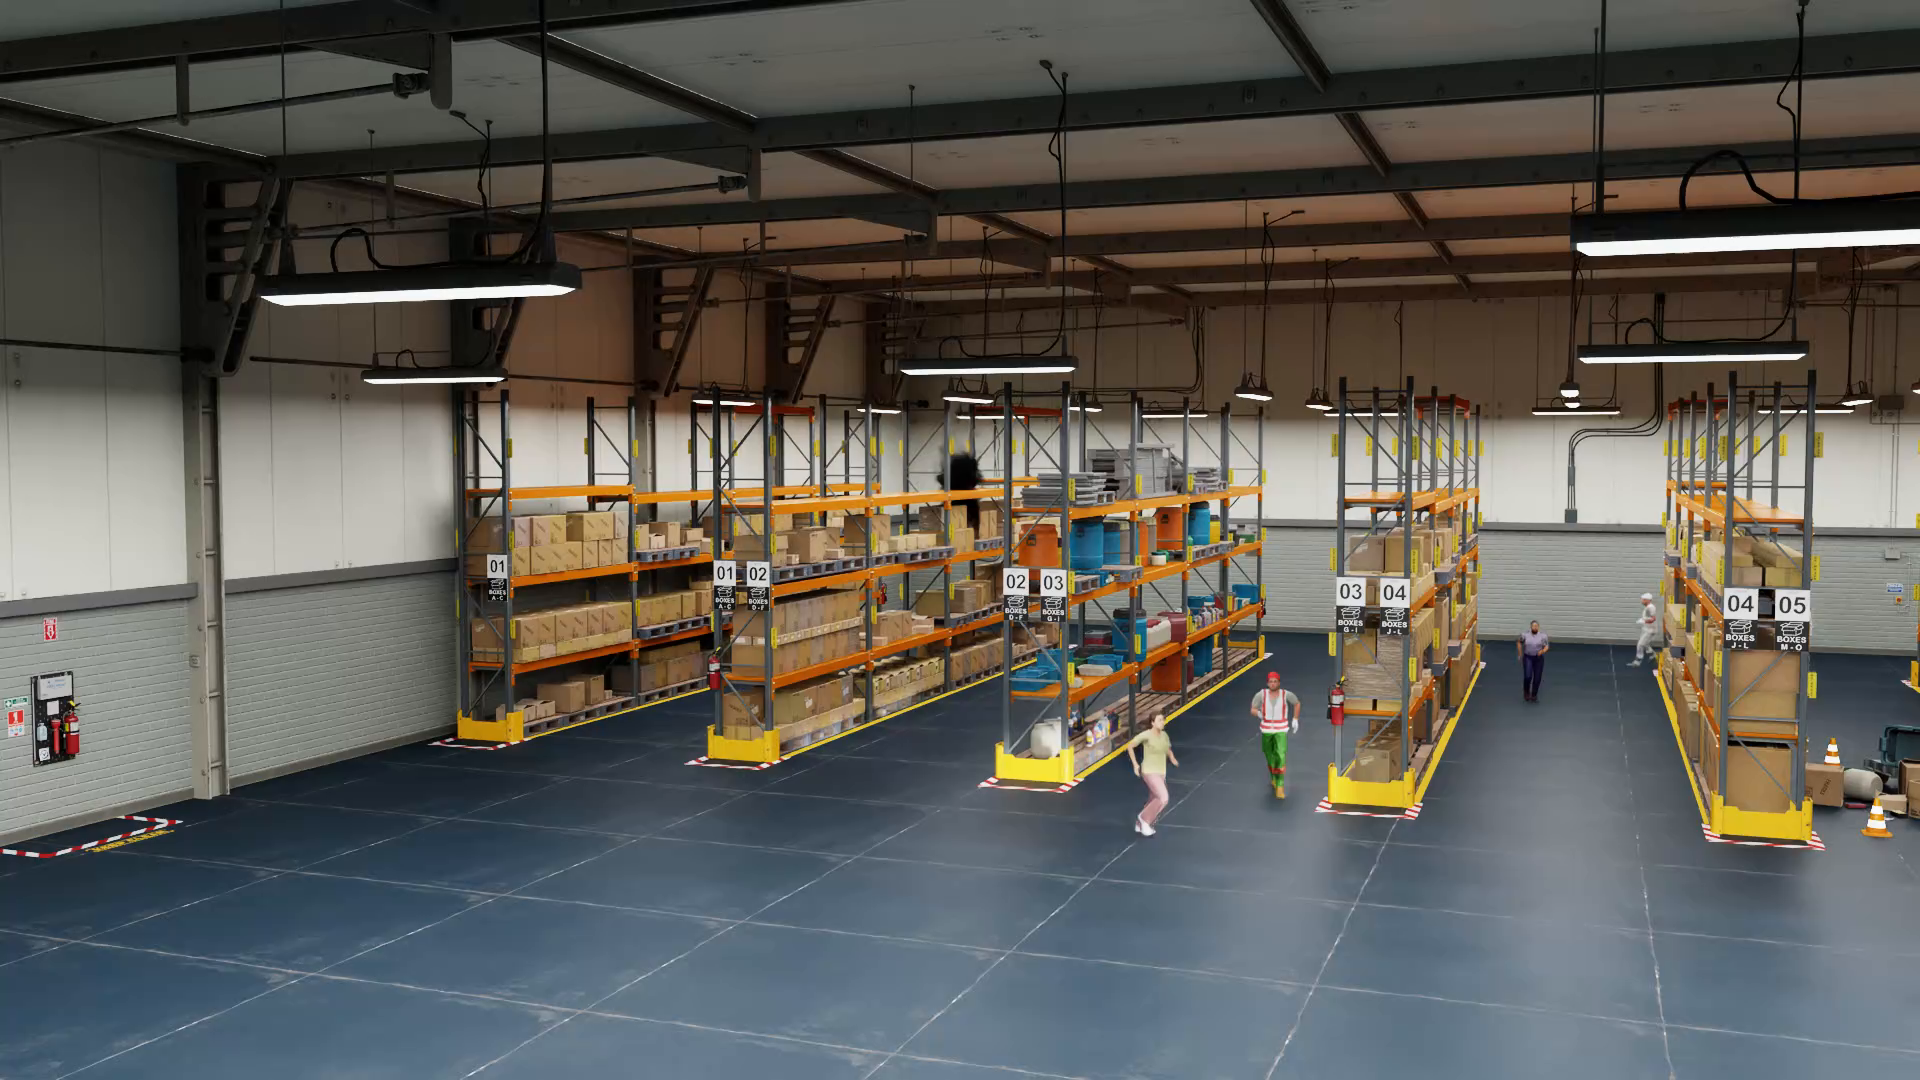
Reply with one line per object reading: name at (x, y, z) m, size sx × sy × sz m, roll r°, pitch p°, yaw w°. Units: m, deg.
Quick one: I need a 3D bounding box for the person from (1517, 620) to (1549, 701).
person at (11.286, 2.393, 32.737) m, size 0.576 × 1.591 × 0.714 m, roll 1°, pitch 3°, yaw 14°

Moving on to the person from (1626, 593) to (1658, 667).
person at (15.603, 2.055, 37.883) m, size 0.743 × 1.720 × 0.933 m, roll 1°, pitch 3°, yaw 11°

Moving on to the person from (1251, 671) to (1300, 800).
person at (4.554, 2.794, 24.084) m, size 0.675 × 1.816 × 0.839 m, roll 1°, pitch 3°, yaw 20°

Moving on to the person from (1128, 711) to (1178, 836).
person at (2.502, 2.997, 21.307) m, size 0.553 × 1.626 × 0.688 m, roll -3°, pitch 4°, yaw -40°
